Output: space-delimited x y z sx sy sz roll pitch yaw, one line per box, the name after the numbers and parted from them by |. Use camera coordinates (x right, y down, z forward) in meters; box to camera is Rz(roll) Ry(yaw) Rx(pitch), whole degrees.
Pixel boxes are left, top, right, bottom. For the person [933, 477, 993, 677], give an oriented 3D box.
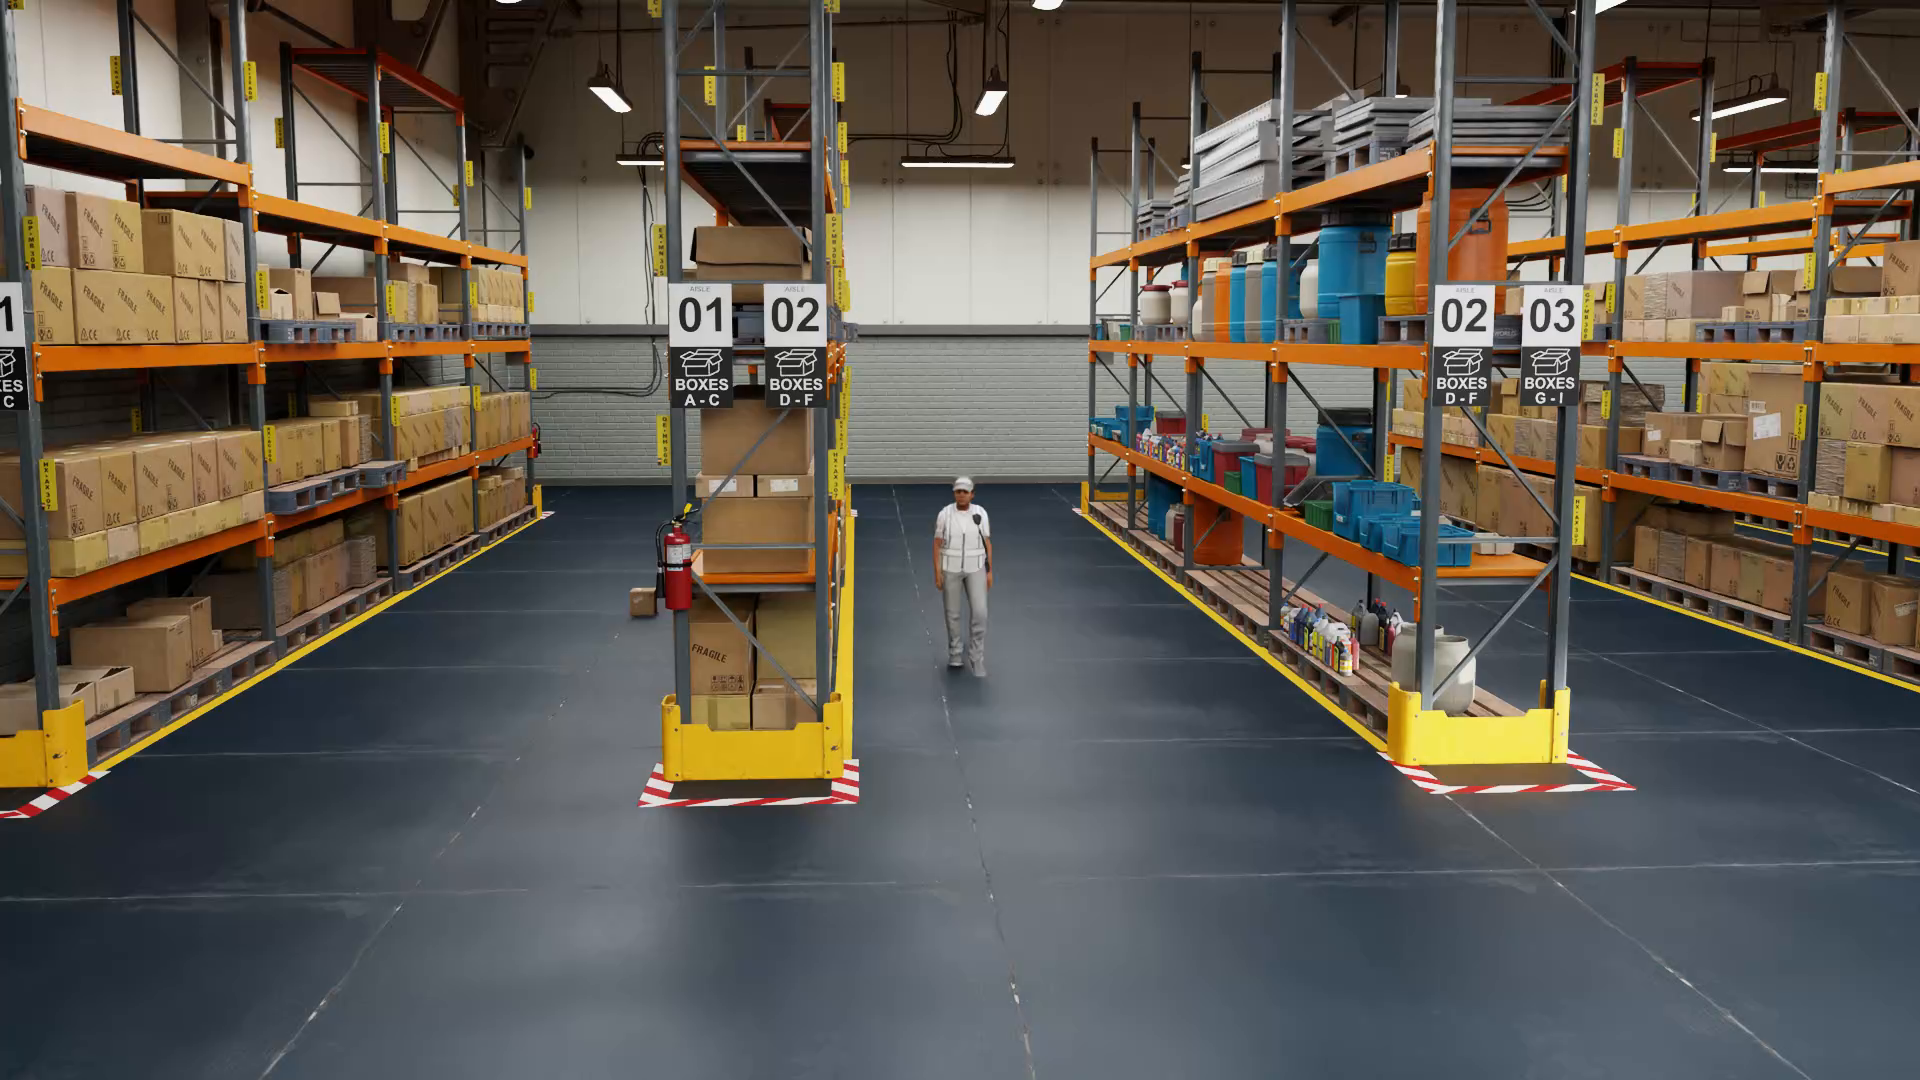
0.023 0.325 14.249 0.512 1.733 0.603 0 7 2 | person
